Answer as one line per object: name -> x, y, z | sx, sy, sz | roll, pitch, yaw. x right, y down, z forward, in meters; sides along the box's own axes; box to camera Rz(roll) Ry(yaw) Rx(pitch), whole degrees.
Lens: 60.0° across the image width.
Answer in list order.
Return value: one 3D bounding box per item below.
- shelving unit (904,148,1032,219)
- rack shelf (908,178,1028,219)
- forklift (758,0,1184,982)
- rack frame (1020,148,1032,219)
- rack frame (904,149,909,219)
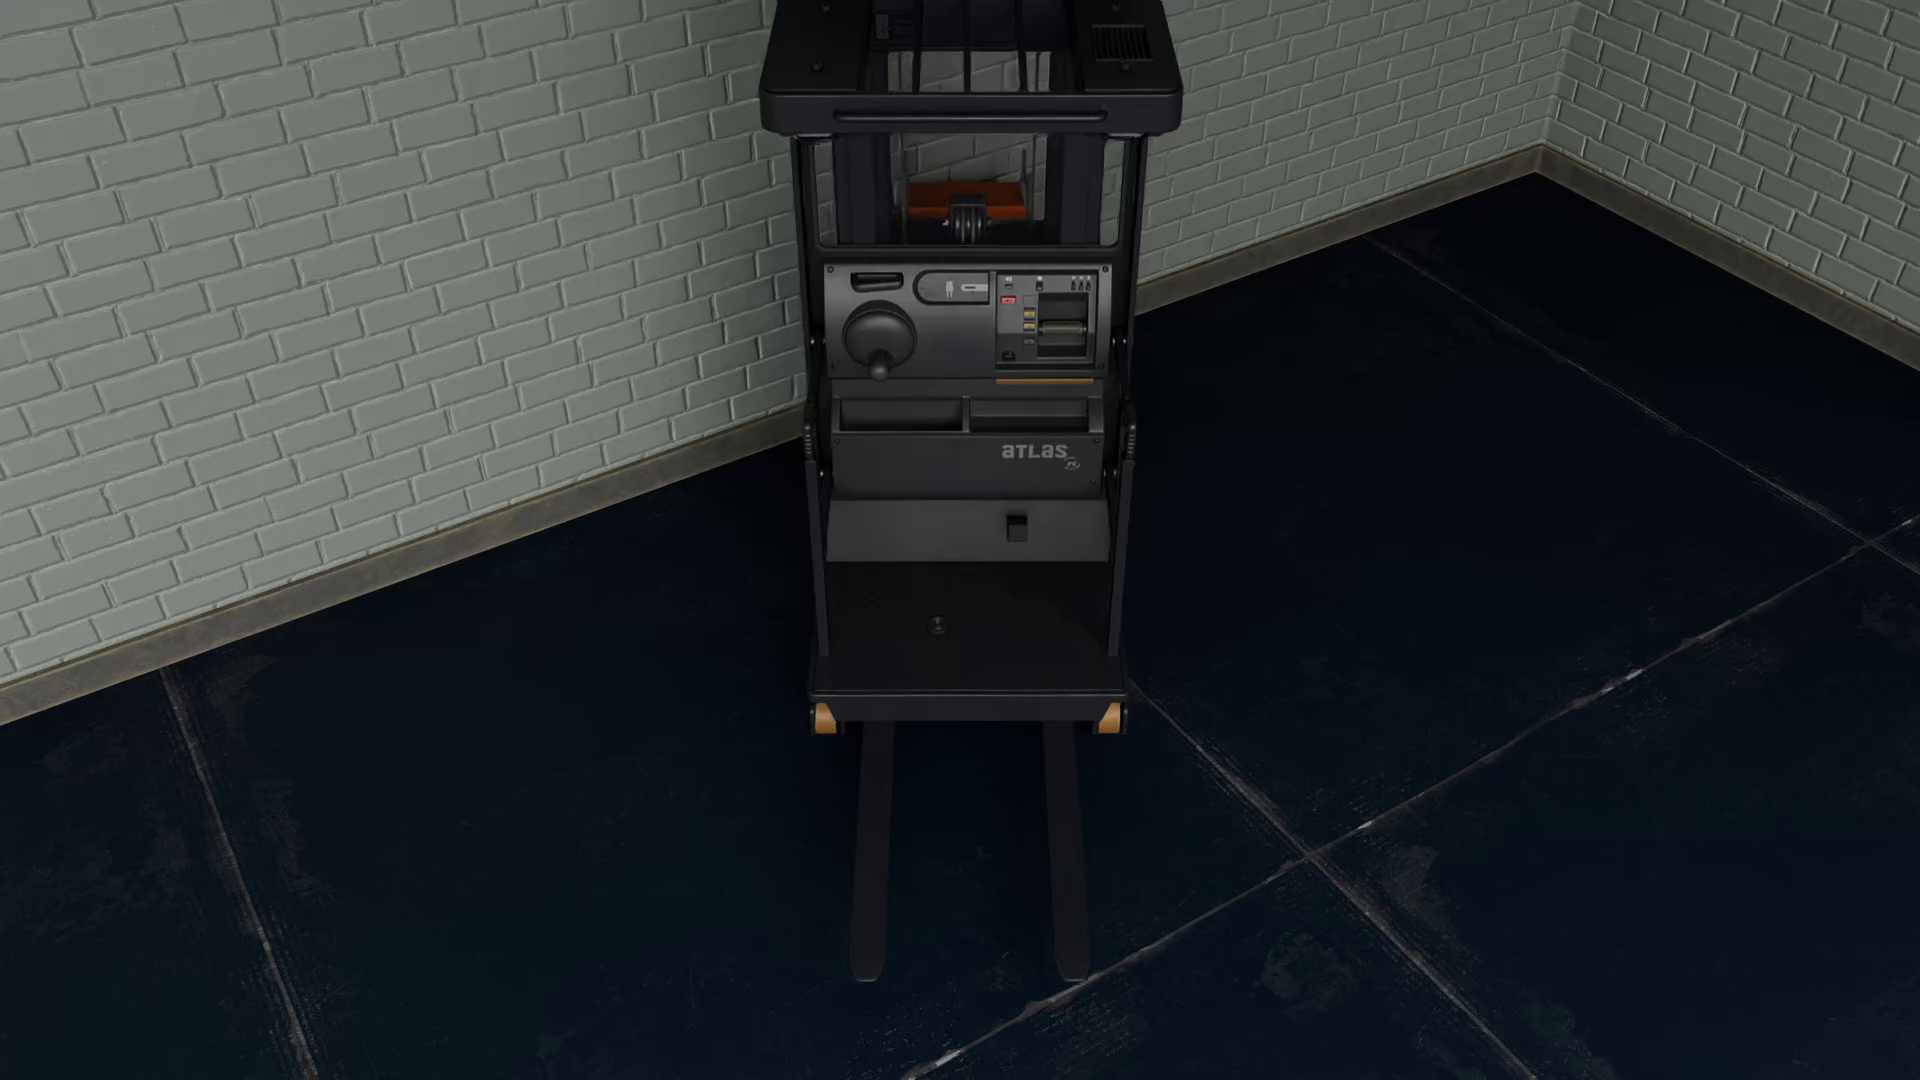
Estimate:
shelving unit -> 0.016, -1.044, 7.047 | 0.503, 1.200, 0.258 | -2, 36, -4
rack shelf -> 0.023, -1.360, 6.814 | 0.480, 0.148, 0.258 | -2, 36, -4
forklift -> 0.028, -0.637, 5.224 | 1.130, 2.935, 3.031 | 0, 40, 0
rack frame -> 0.259, -1.050, 7.064 | 0.015, 1.200, 0.240 | -2, 36, -4
rack frame -> -0.228, -1.037, 7.030 | 0.015, 1.200, 0.240 | -2, 36, -4
